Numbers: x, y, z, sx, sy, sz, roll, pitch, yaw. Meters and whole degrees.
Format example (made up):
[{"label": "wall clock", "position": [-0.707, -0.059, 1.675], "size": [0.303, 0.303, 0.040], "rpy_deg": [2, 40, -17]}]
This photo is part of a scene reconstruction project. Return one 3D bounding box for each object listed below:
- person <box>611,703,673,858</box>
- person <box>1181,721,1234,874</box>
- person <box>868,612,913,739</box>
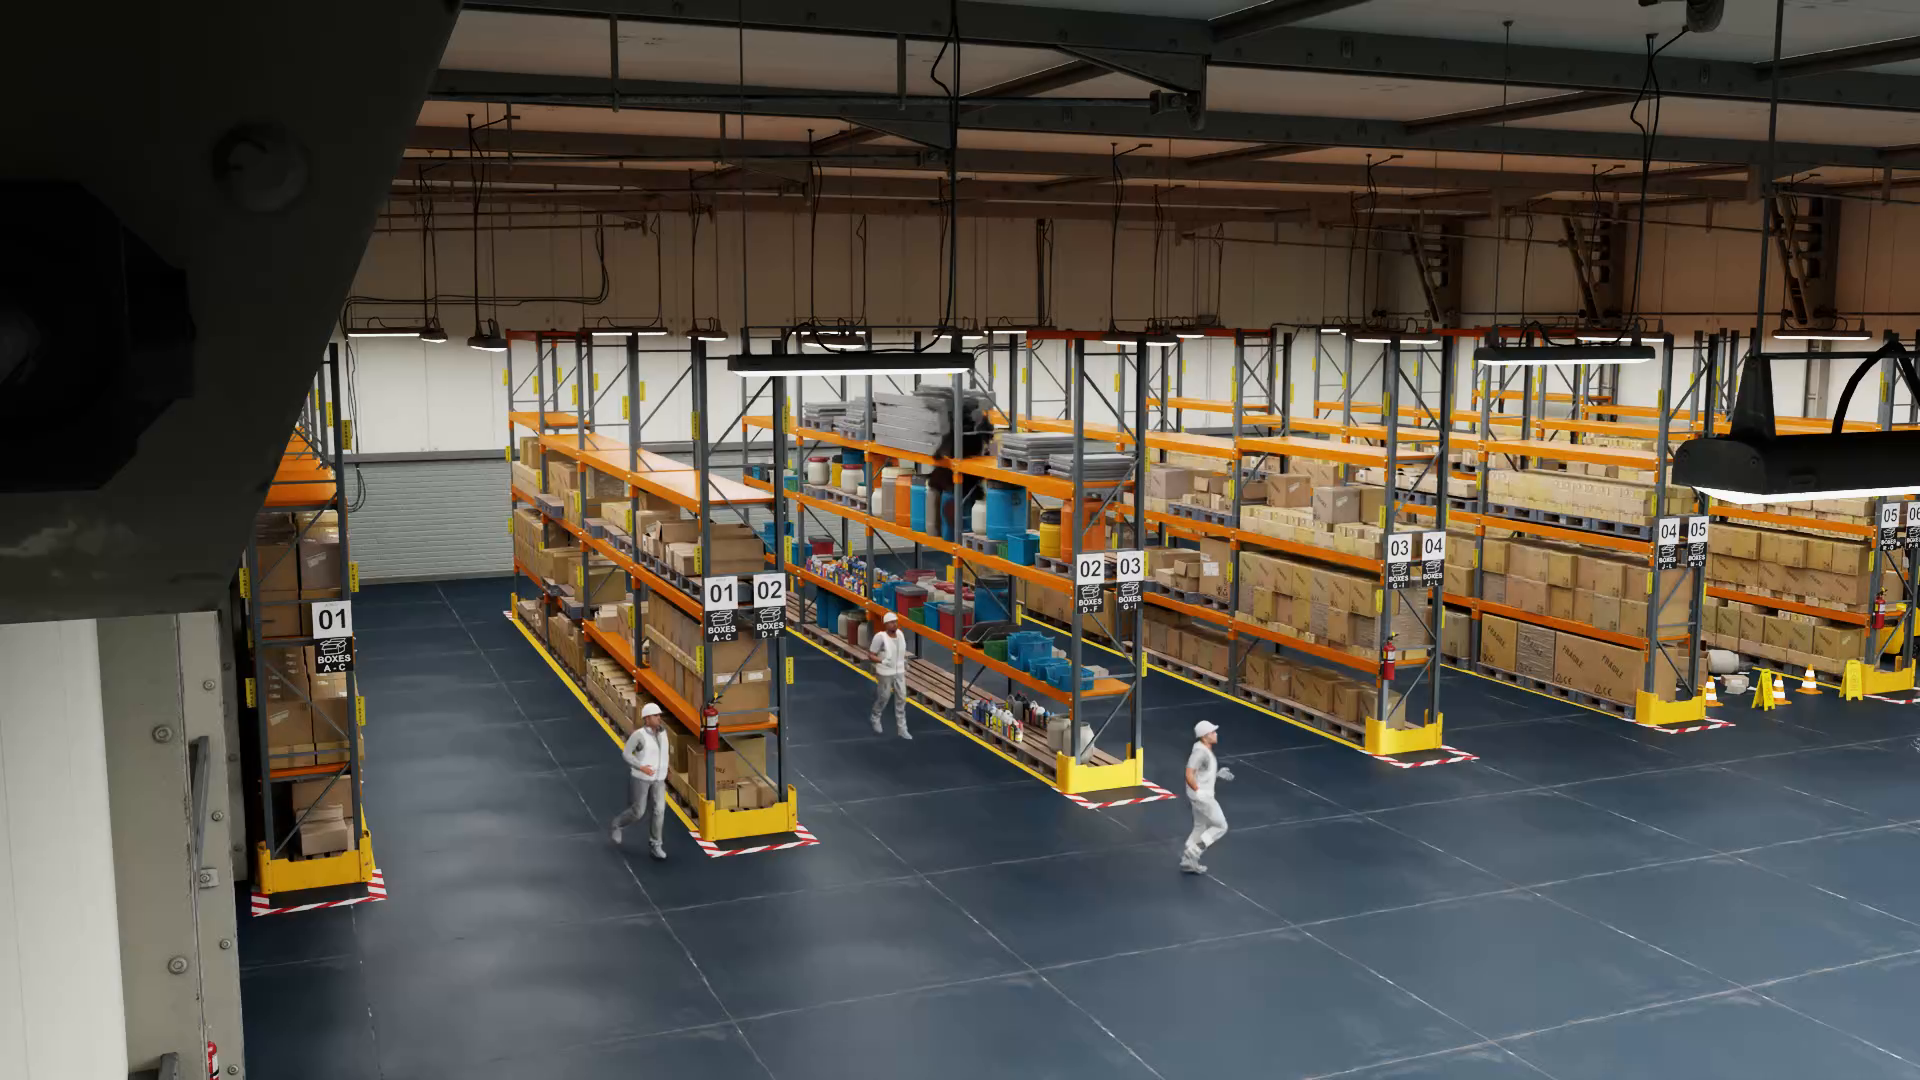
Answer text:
[{"label": "person", "position": [-3.646, 2.799, 19.663], "size": [0.936, 1.735, 0.718], "rpy_deg": [7, 11, 44]}, {"label": "person", "position": [2.814, 2.903, 18.845], "size": [0.601, 1.748, 0.625], "rpy_deg": [0, 8, 2]}, {"label": "person", "position": [-0.987, 1.926, 23.770], "size": [0.679, 1.801, 0.920], "rpy_deg": [-6, 10, -35]}]
